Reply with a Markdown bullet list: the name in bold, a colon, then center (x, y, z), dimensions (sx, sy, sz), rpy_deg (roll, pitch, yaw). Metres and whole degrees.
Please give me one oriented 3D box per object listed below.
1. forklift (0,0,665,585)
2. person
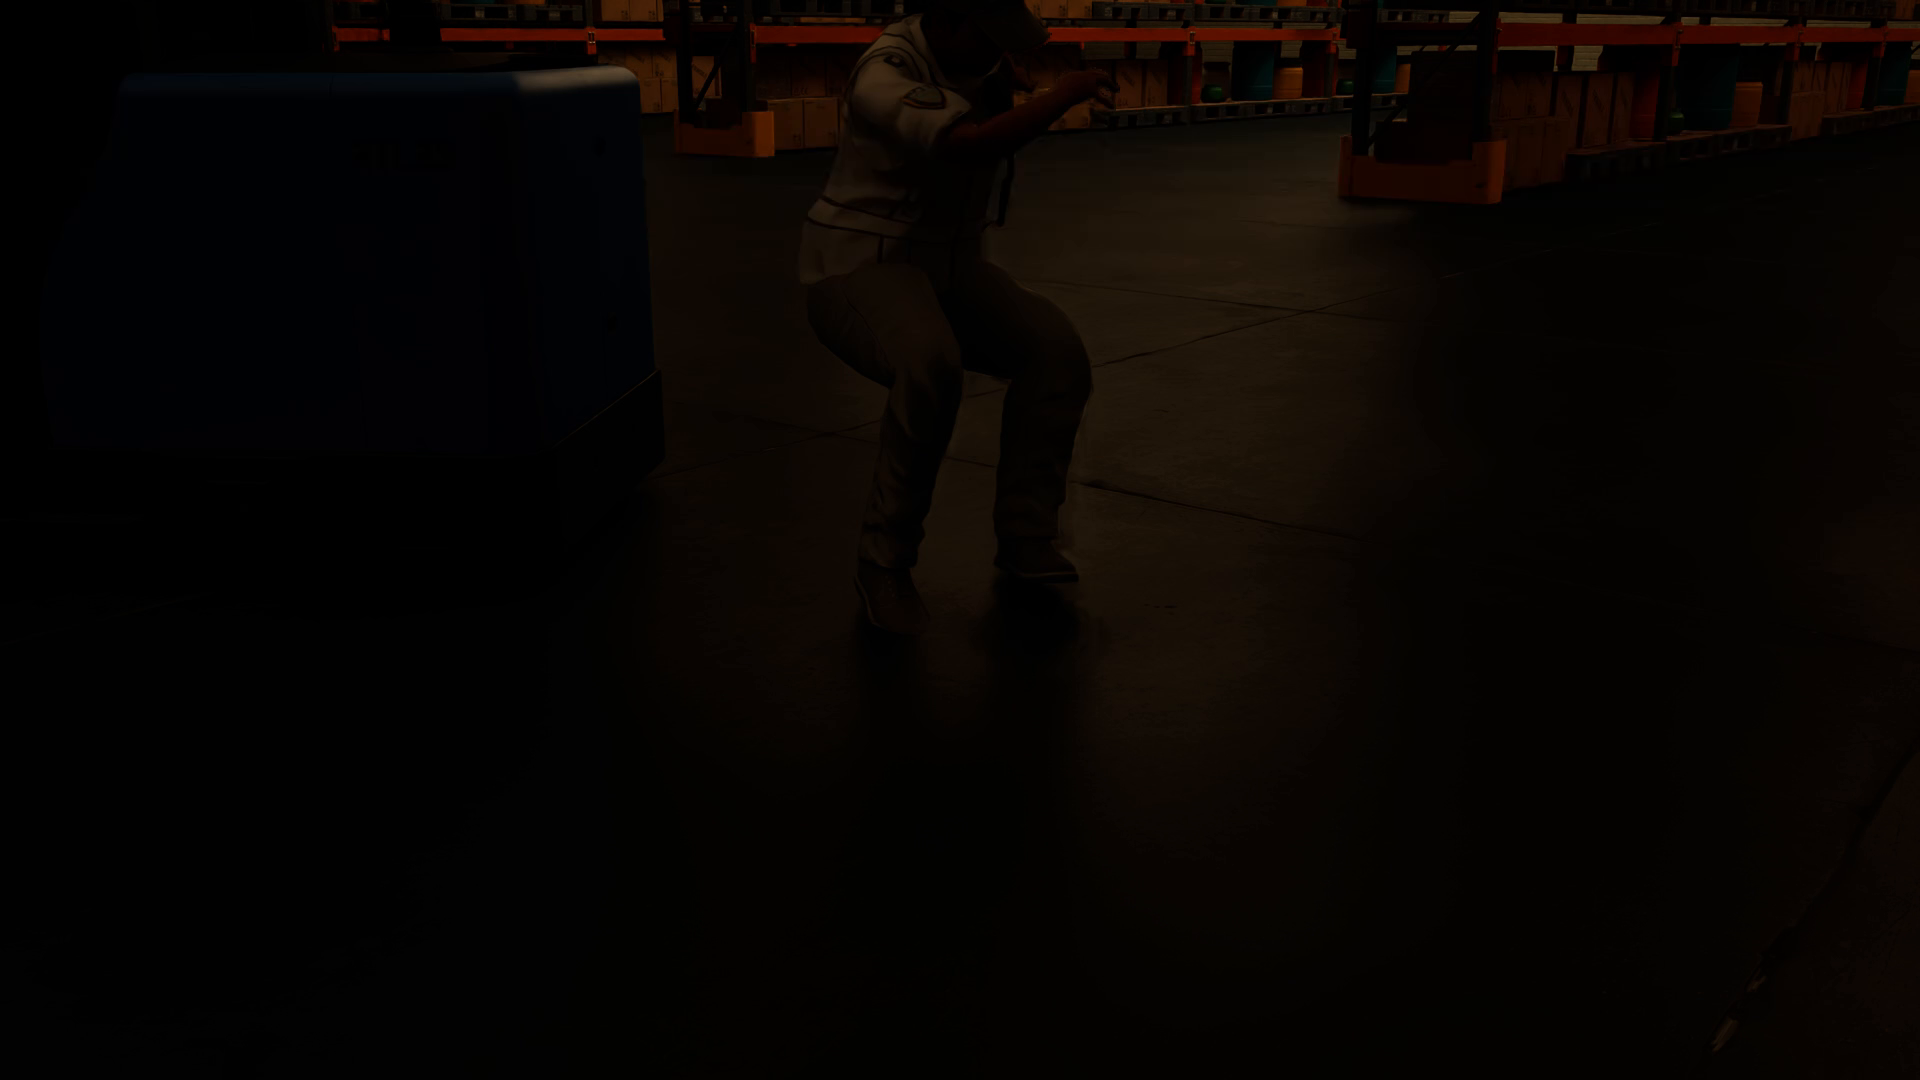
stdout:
- **forklift**: center (-2.328, -1.464, 3.717), dimensions (3.031, 2.935, 1.130), rpy_deg (2, 17, 5)
- **person**: center (0.081, -0.545, 3.746), dimensions (0.801, 1.232, 1.240), rpy_deg (13, 21, 36)
